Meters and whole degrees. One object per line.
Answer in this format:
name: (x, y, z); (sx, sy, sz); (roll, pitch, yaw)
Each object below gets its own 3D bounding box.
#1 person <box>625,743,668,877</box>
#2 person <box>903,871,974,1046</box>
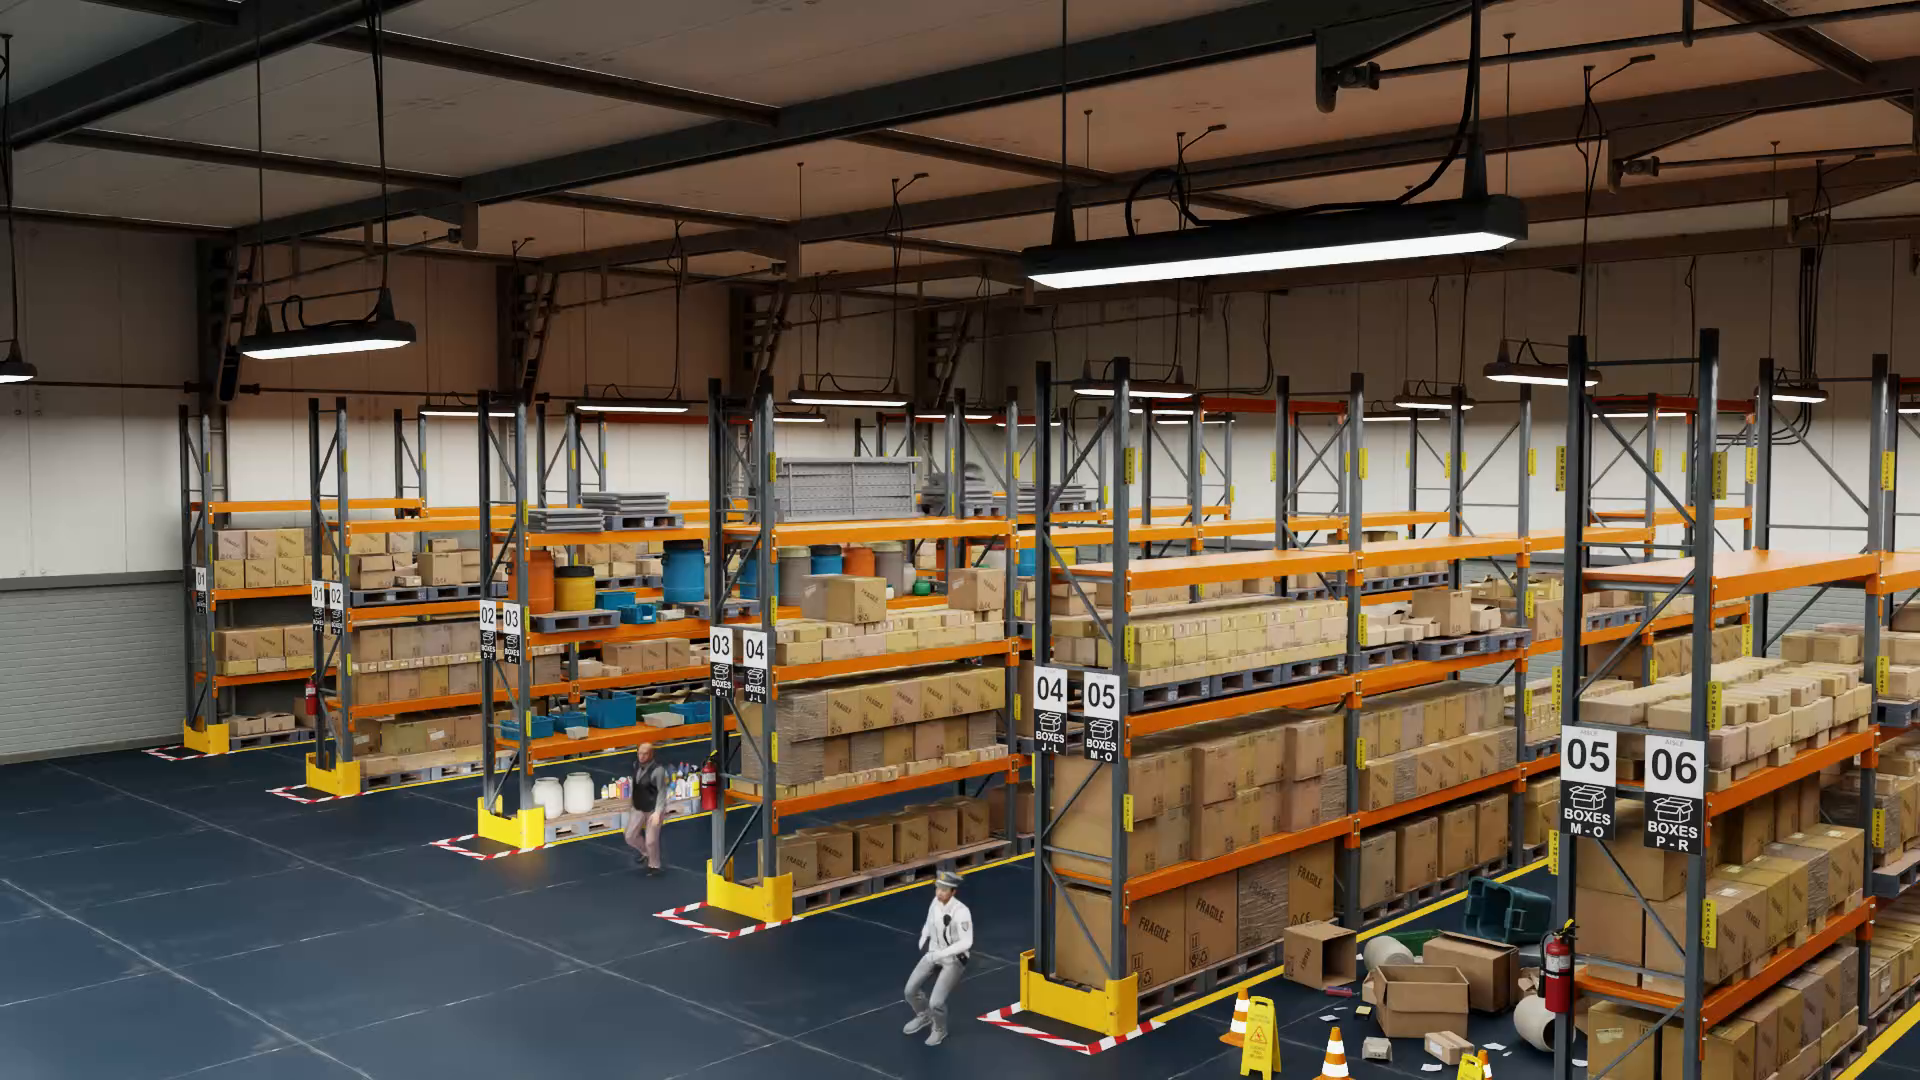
person: (-3.777, 3.265, 20.231); (0.697, 1.678, 0.567); (2, 3, 29)
person: (-0.206, 3.633, 14.381); (0.789, 1.607, 0.577); (2, 4, 37)
